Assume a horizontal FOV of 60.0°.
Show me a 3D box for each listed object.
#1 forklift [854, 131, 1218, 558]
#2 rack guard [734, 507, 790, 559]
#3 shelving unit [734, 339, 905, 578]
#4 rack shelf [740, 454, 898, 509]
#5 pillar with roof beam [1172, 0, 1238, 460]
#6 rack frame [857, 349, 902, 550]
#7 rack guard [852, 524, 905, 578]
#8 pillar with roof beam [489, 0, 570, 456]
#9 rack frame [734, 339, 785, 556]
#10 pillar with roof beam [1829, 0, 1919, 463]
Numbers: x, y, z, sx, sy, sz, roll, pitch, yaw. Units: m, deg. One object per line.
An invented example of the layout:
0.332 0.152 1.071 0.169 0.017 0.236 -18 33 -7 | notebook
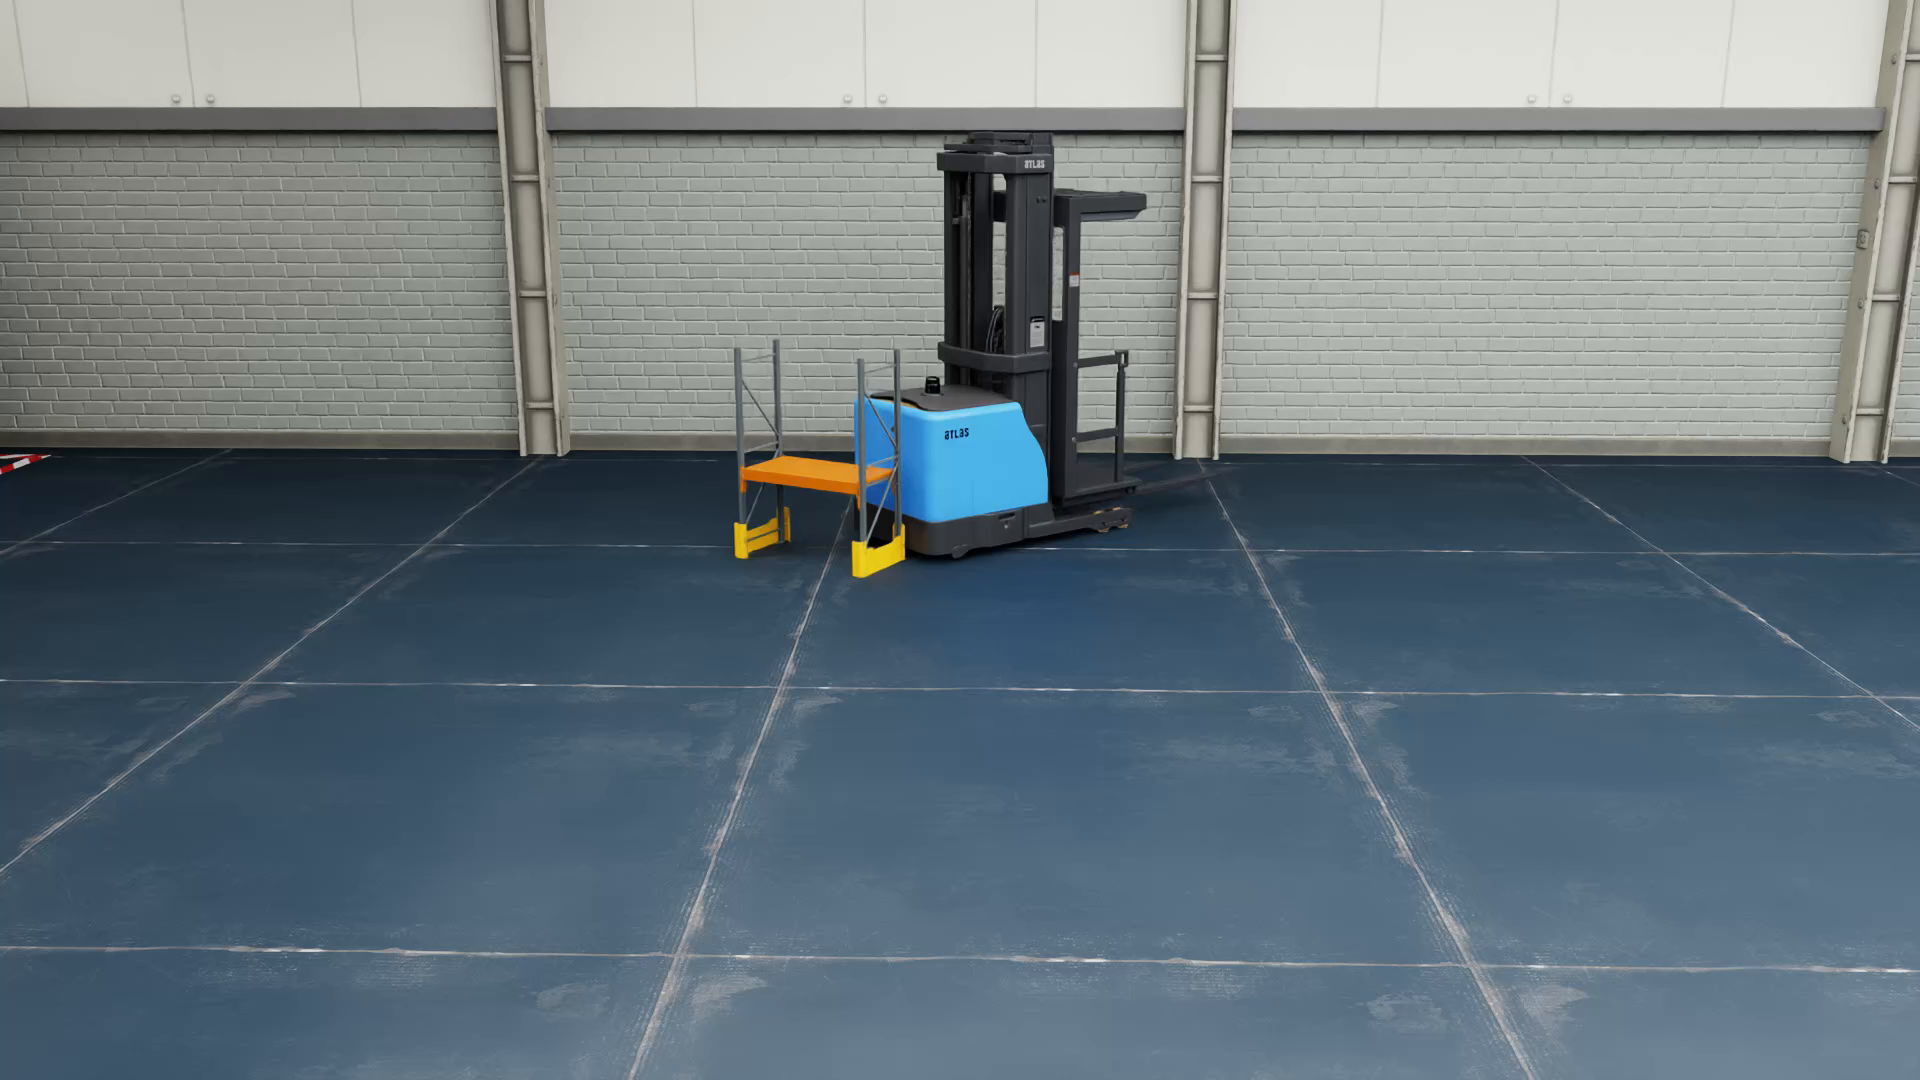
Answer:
0.691 -1.567 12.534 3.031 2.935 1.130 -11 18 -36 | forklift
-1.429 -0.055 12.058 0.087 0.250 0.587 8 17 29 | rack guard
-0.996 -0.596 11.661 1.083 1.500 0.587 8 17 29 | shelving unit
-0.988 -0.421 11.702 1.000 0.185 0.538 8 17 29 | rack shelf
2.049 -4.025 9.957 0.400 9.000 9.100 0 15 1 | pillar with roof beam
-0.546 -0.531 11.414 0.032 1.500 0.500 8 17 29 | rack frame
-0.563 0.071 11.582 0.087 0.250 0.587 8 17 29 | rack guard
-3.949 -4.064 10.106 0.400 9.000 9.100 0 15 1 | pillar with roof beam
-1.430 -0.659 11.899 0.032 1.500 0.500 8 17 29 | rack frame
8.047 -3.986 9.809 0.400 9.000 9.100 0 15 1 | pillar with roof beam
